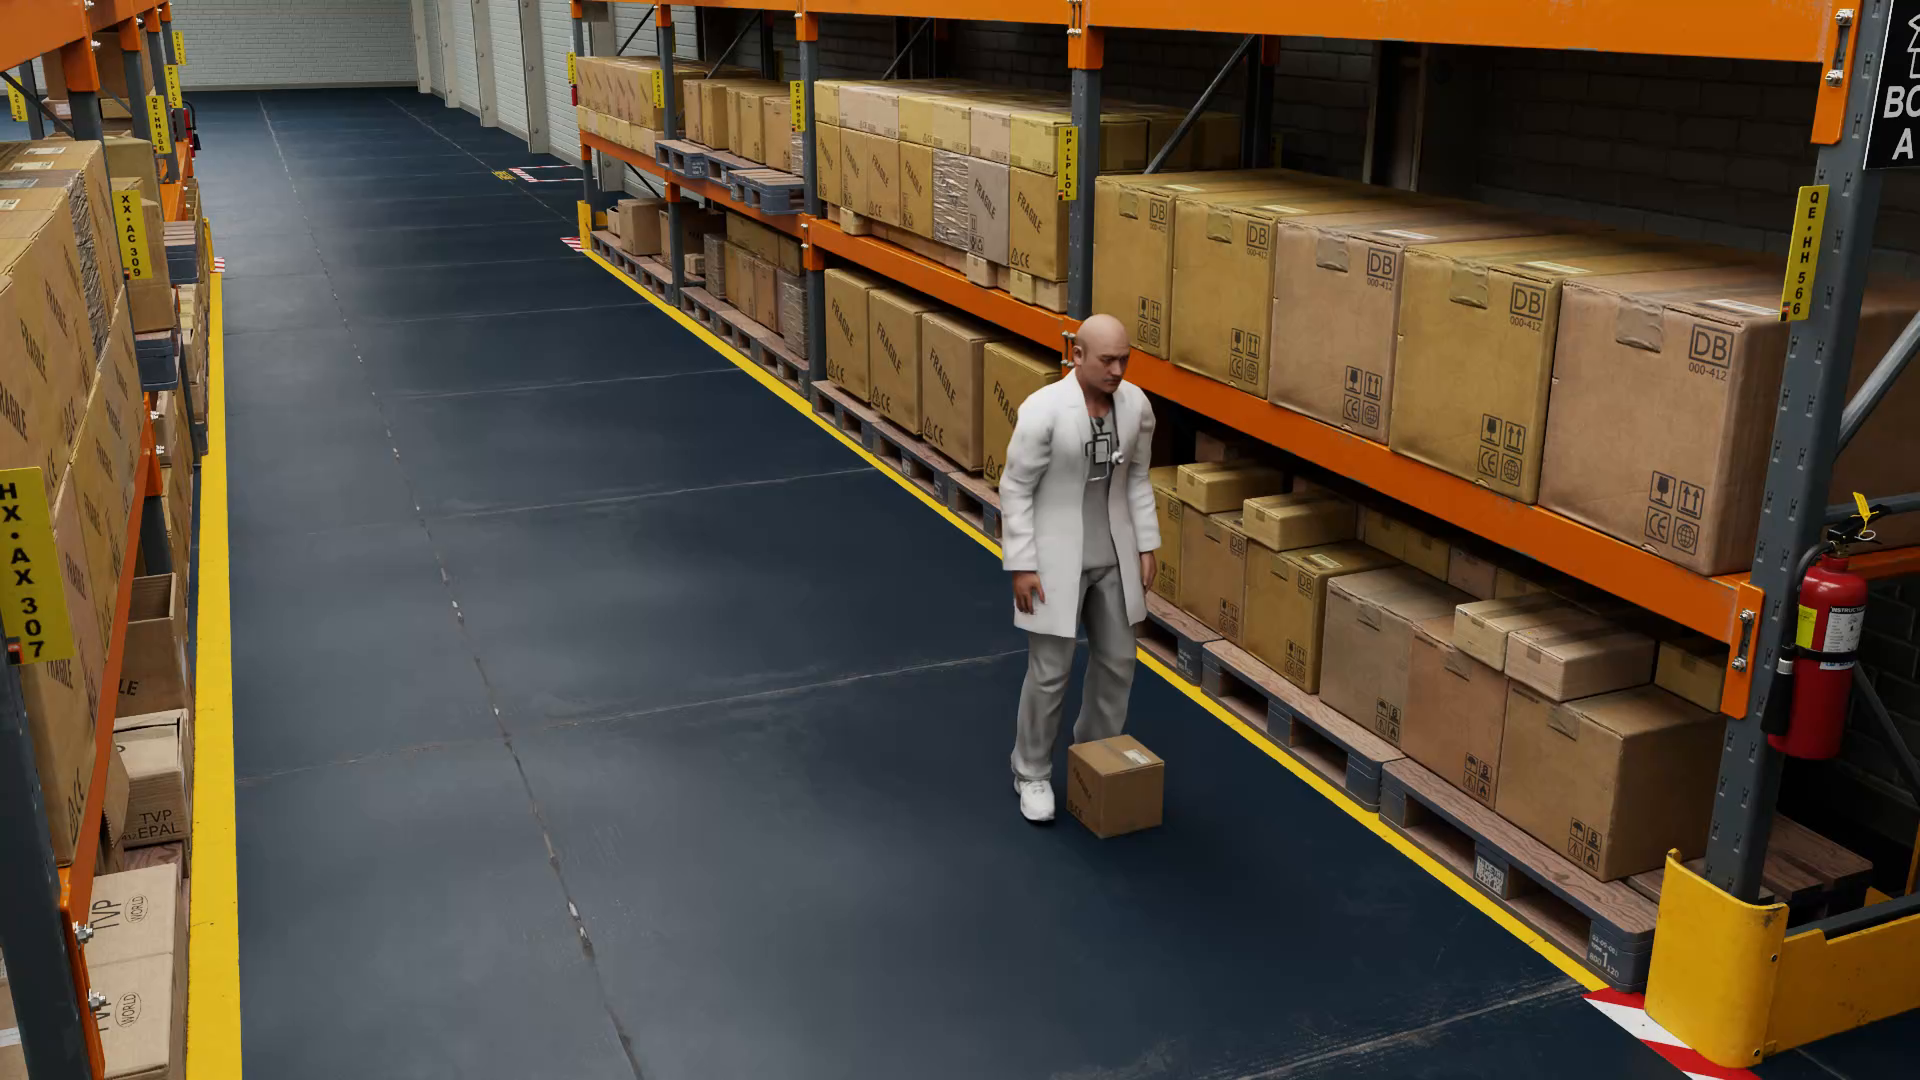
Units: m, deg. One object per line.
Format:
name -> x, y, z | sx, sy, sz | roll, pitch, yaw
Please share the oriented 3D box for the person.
person -> 0.435, 0.080, 5.850 | 0.635, 1.773, 0.427 | -9, 21, -25
